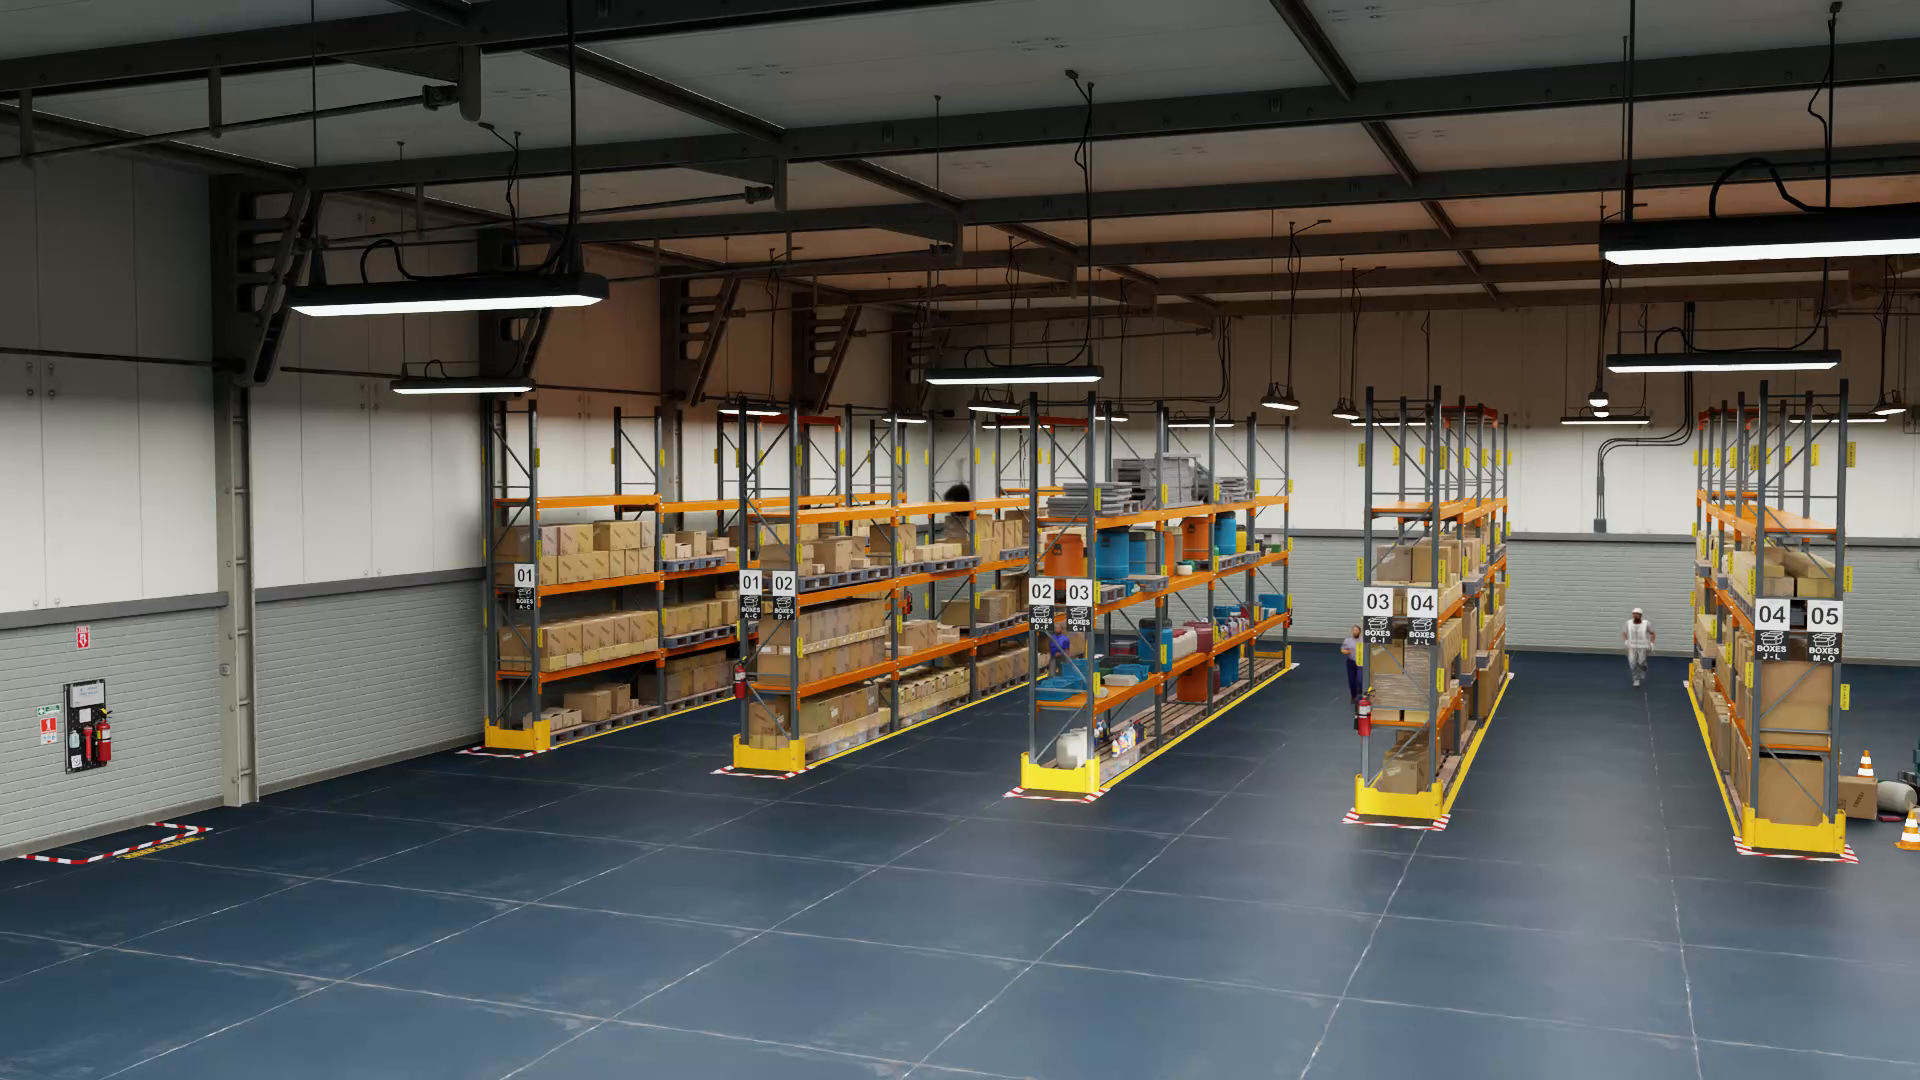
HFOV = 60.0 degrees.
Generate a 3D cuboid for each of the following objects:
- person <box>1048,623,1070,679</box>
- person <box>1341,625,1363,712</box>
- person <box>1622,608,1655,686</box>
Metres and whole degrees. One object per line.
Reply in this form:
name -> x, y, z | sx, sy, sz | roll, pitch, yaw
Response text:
person -> 2.019, 2.521, 34.009 | 0.466, 1.670, 0.804 | 1, 3, 11
person -> 7.919, 2.533, 33.213 | 0.600, 1.695, 0.851 | 1, 3, 21
person -> 14.862, 2.344, 36.454 | 0.673, 1.726, 0.631 | 2, 3, 29
